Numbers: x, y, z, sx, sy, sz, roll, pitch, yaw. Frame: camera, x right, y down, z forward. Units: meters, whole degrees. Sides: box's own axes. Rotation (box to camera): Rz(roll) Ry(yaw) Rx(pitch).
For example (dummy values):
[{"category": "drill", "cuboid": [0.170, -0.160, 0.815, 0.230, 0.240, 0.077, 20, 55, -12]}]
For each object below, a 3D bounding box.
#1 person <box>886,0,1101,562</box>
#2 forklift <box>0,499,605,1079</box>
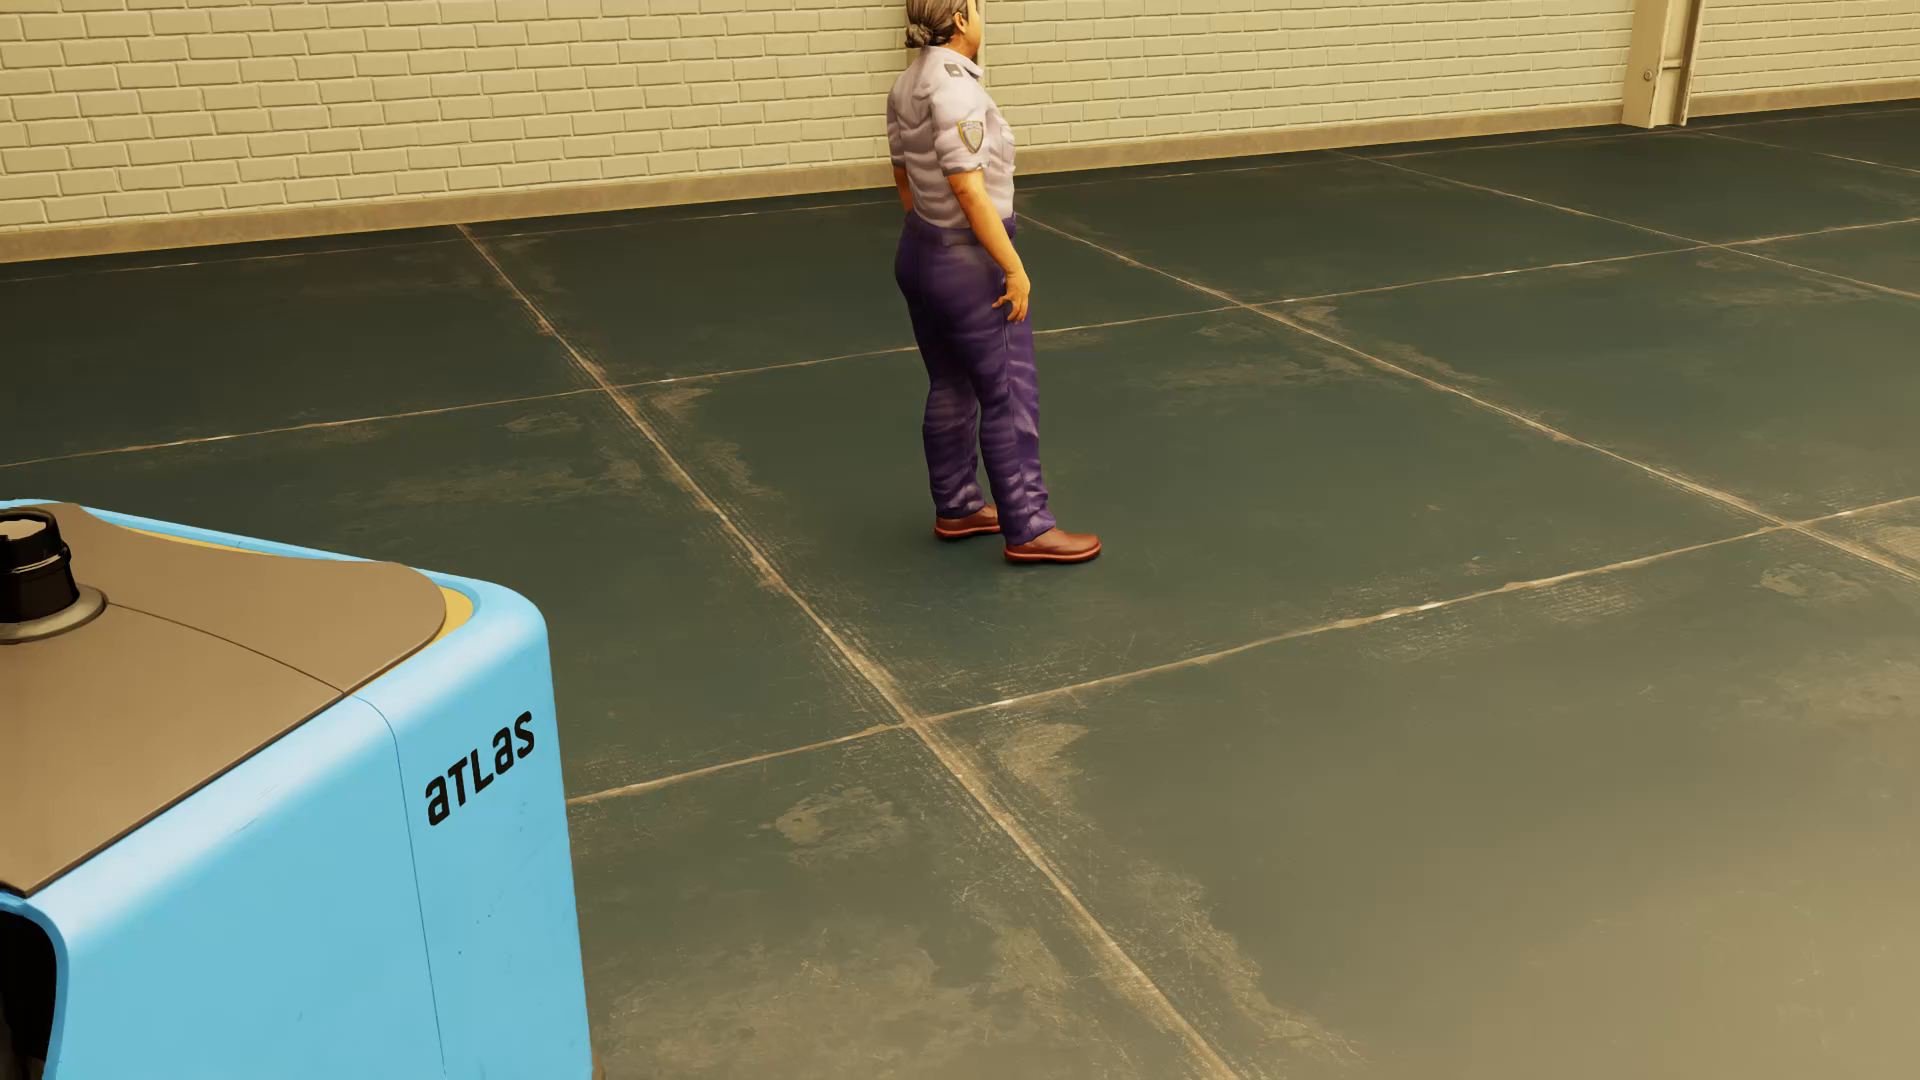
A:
[{"category": "person", "cuboid": [0.091, -0.770, 4.805, 0.502, 1.643, 0.598, -10, 25, -23]}, {"category": "forklift", "cuboid": [-1.545, 0.155, 0.914, 1.130, 2.935, 3.031, 9, 24, 20]}]
